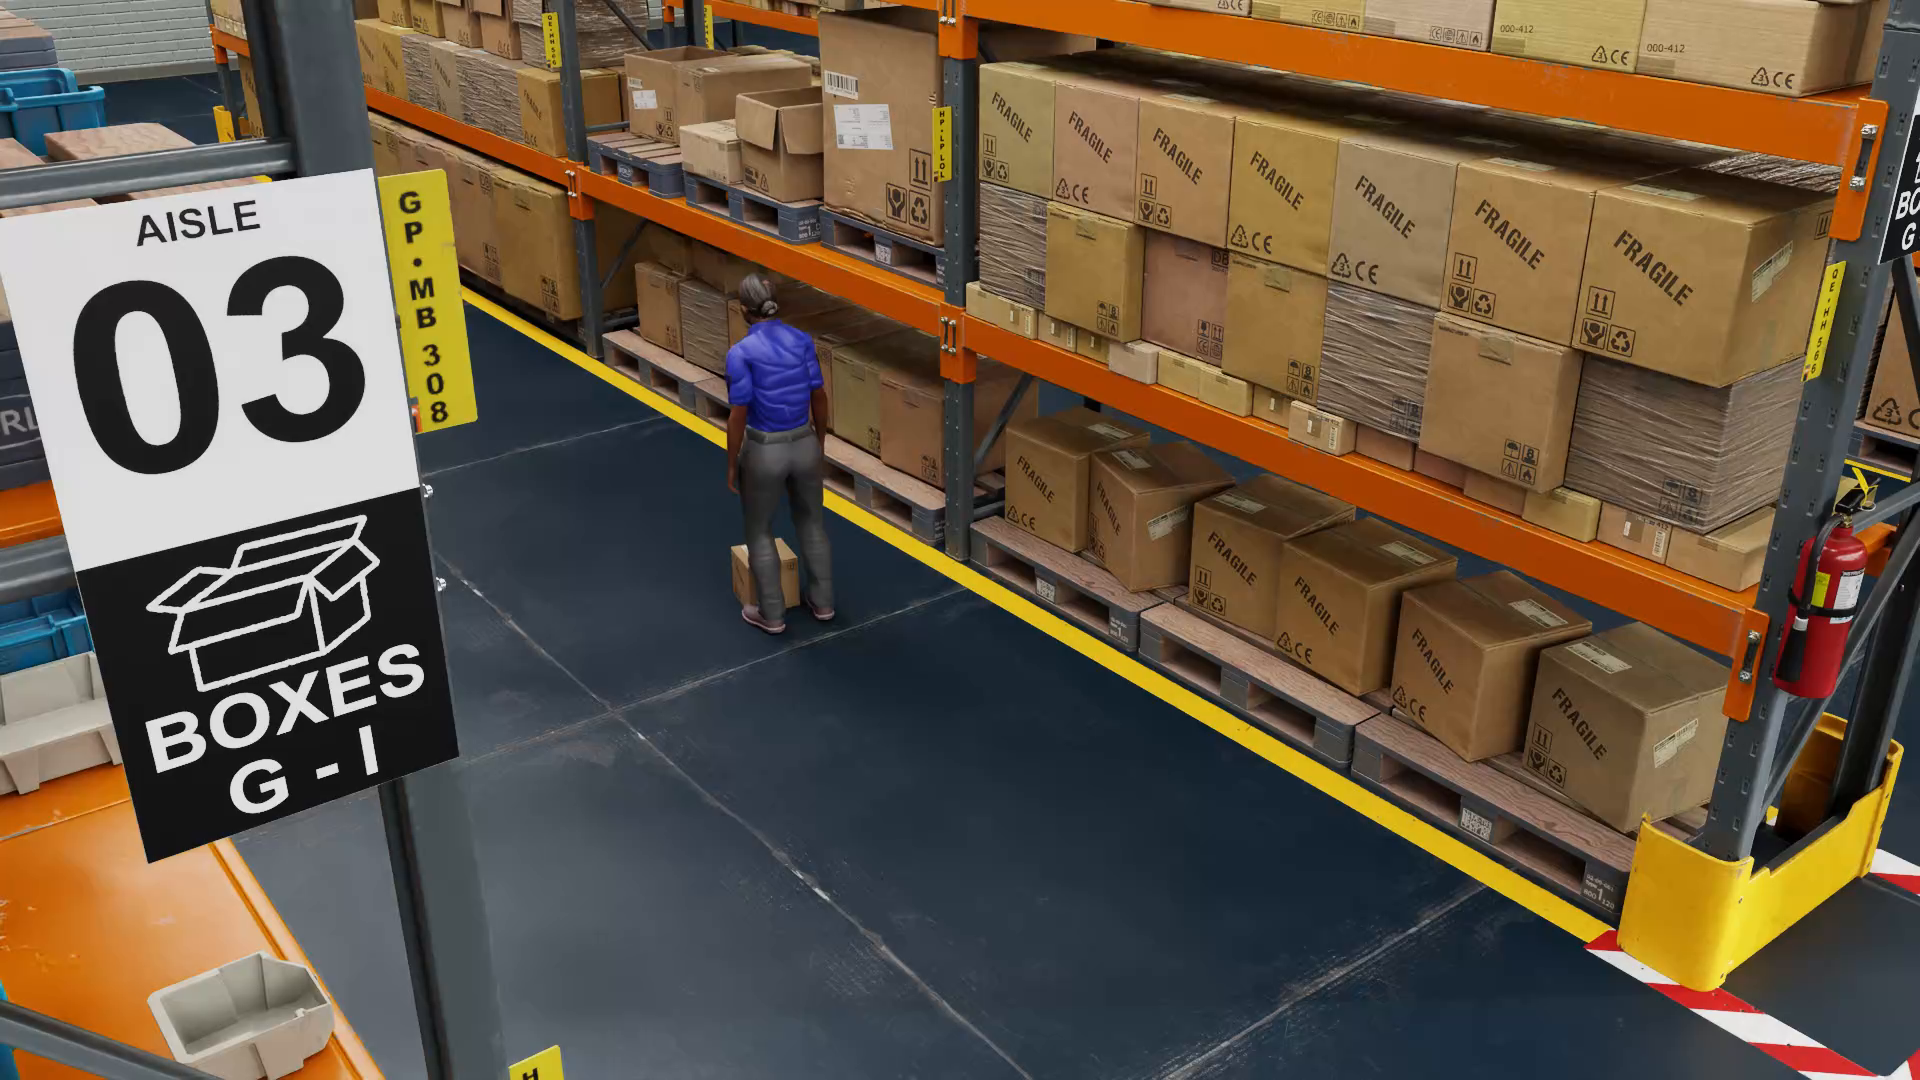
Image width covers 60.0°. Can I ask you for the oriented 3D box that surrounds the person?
[{"bbox_3d":[-0.805,-0.378,7.430,0.527,1.653,0.350,-15,29,-29],"label":"person"}]
